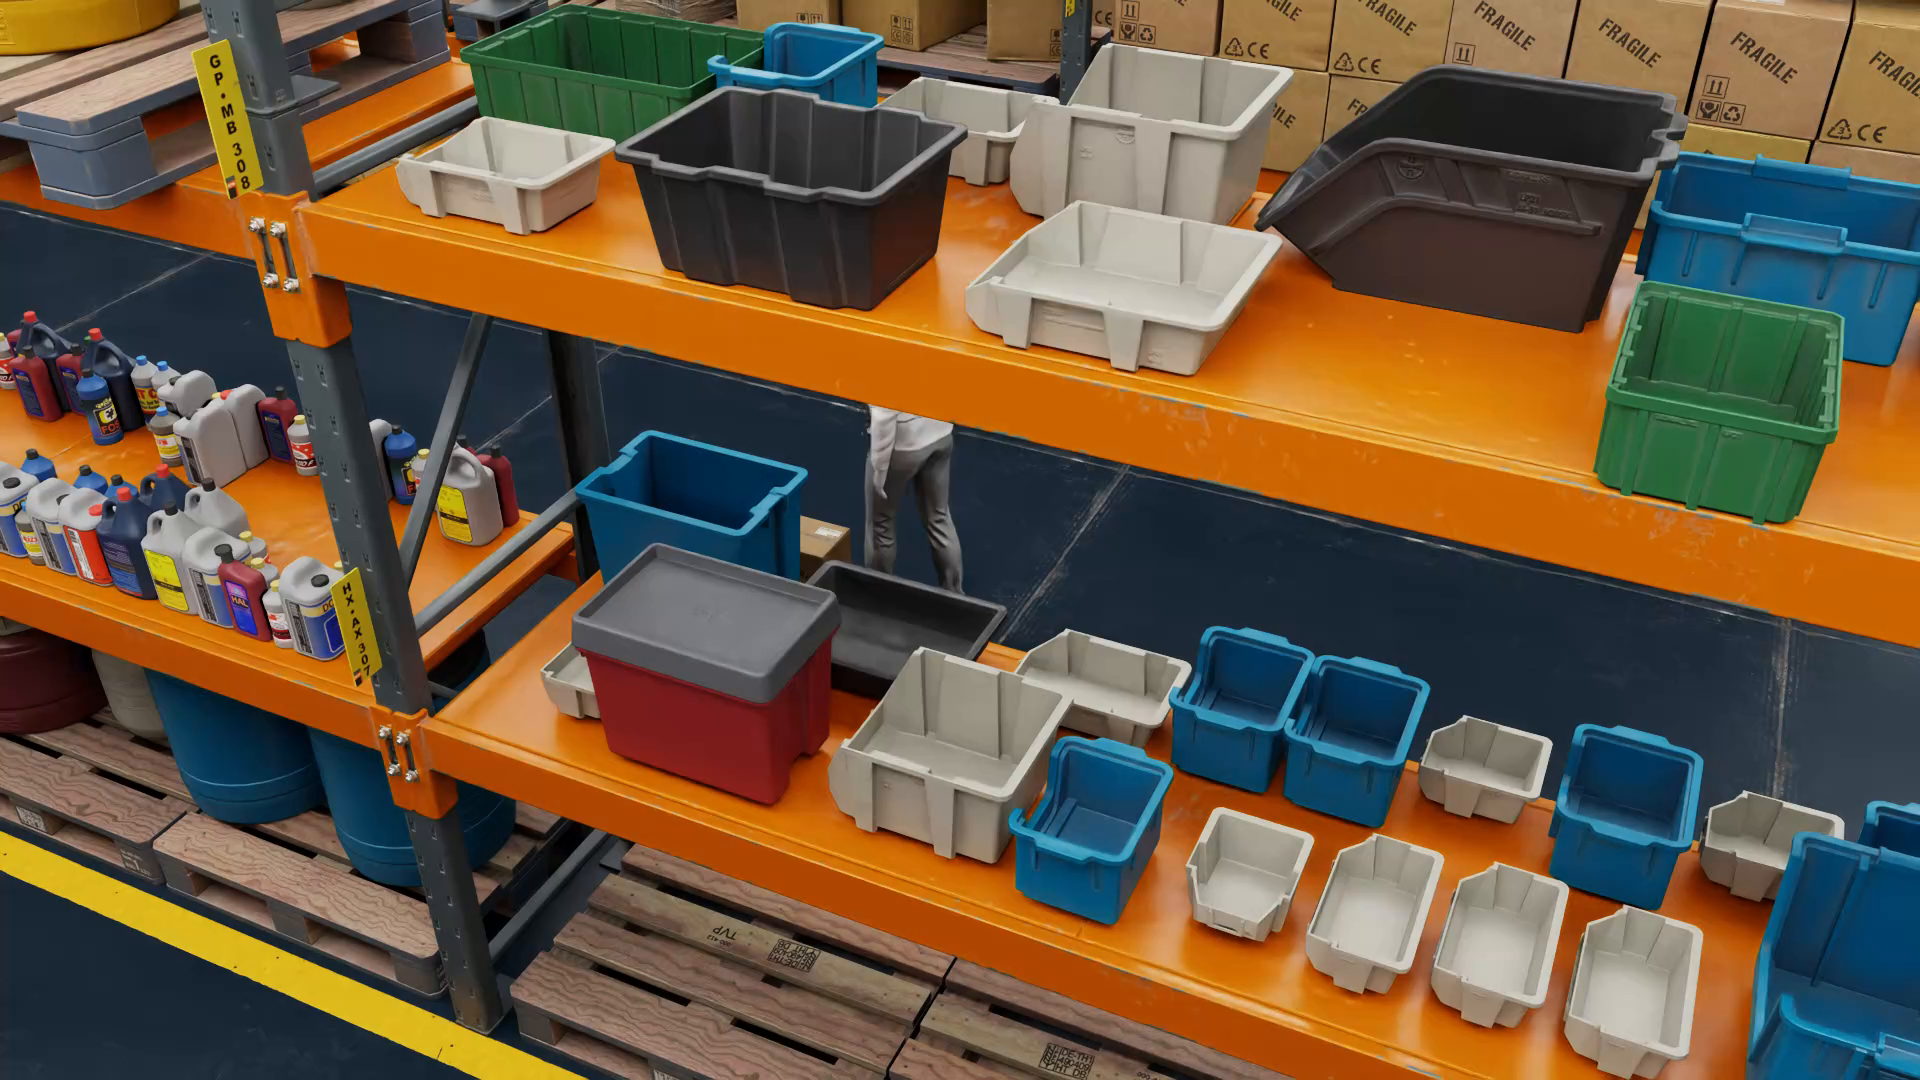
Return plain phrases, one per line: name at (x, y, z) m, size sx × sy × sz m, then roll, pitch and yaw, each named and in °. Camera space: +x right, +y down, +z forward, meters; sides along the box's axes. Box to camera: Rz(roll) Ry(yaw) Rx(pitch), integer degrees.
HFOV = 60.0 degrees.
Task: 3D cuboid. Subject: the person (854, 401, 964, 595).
person at (-0.230, -0.411, 6.734) m, size 0.634 × 1.672 × 0.484 m, roll 27°, pitch 42°, yaw 34°
